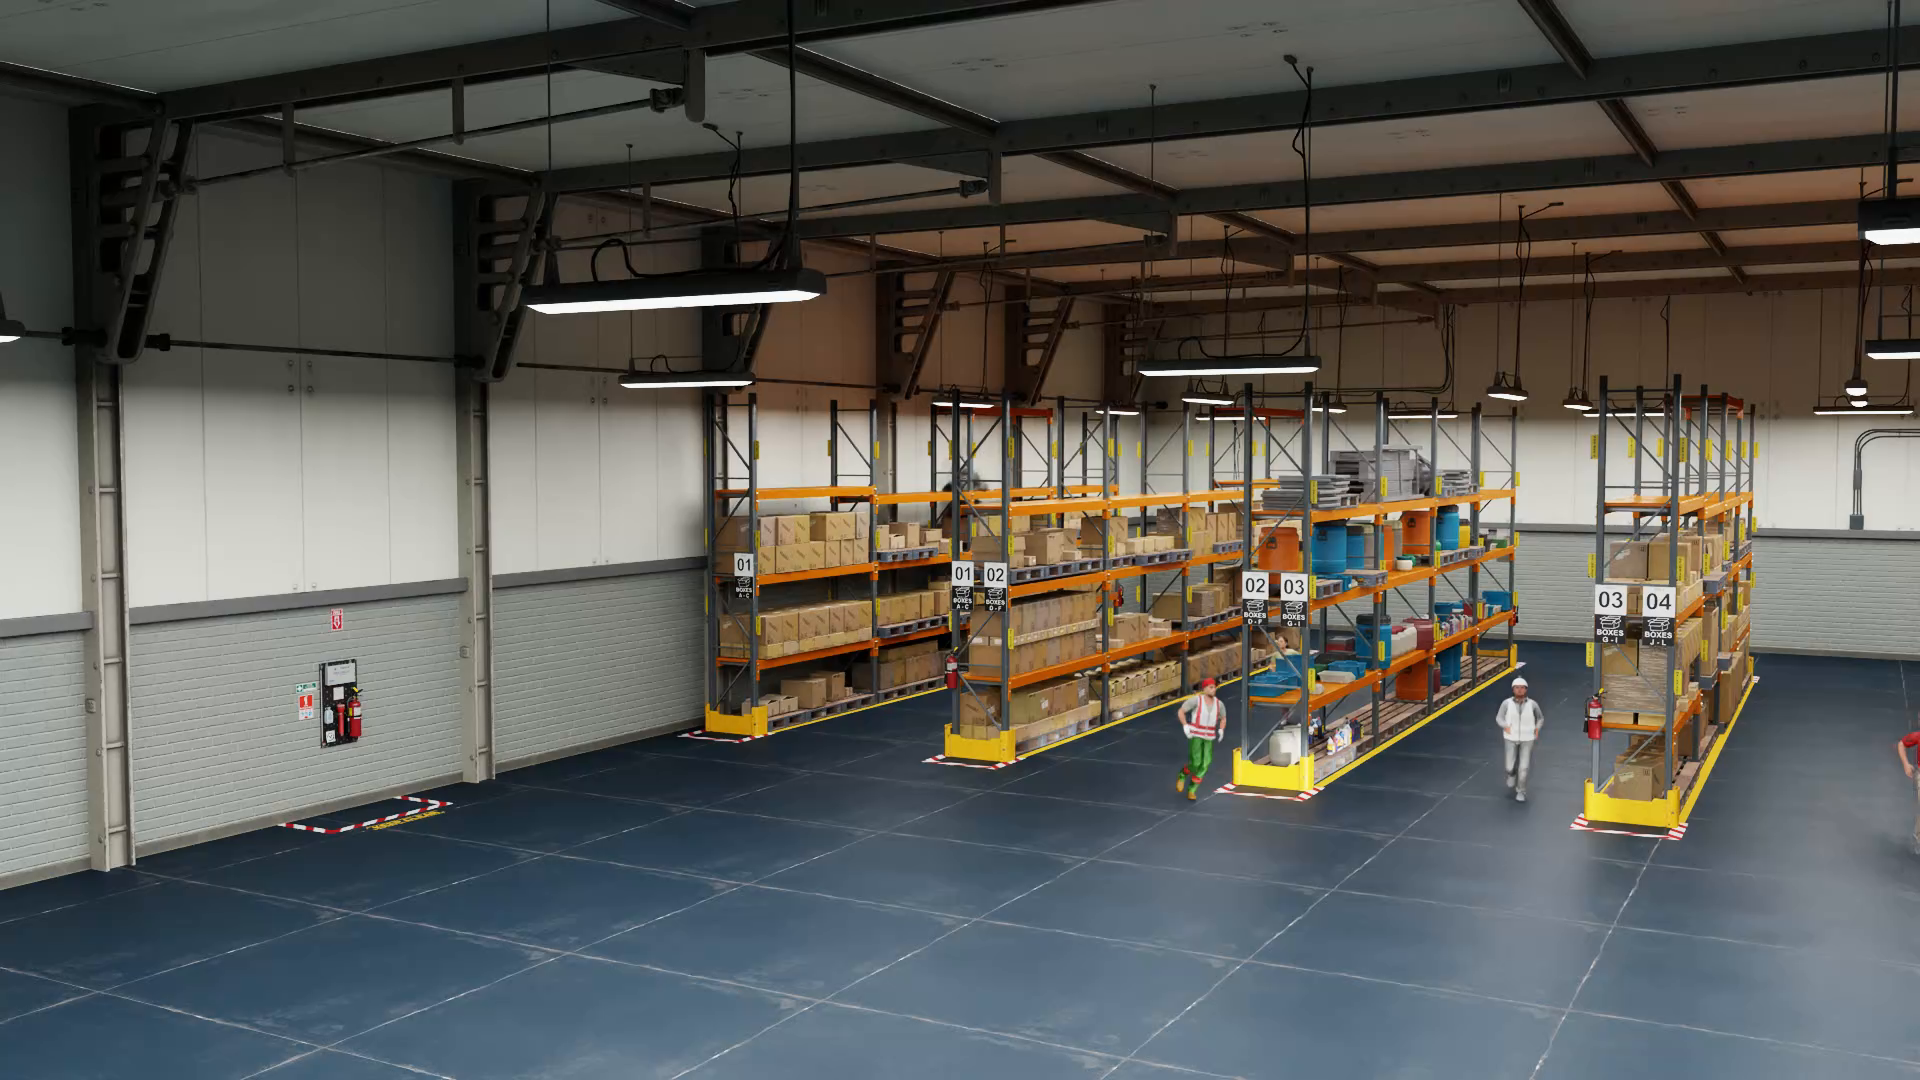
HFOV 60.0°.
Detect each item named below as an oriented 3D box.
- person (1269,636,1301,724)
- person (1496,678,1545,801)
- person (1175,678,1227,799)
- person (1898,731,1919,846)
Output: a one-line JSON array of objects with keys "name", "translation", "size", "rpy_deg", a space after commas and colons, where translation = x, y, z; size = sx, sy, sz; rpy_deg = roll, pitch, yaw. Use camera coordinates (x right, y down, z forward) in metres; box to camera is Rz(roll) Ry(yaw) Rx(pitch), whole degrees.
[{"name": "person", "translation": [5.913, 2.556, 30.268], "size": [0.599, 1.627, 0.667], "rpy_deg": [2, 4, 37]}, {"name": "person", "translation": [8.048, 2.846, 23.895], "size": [0.665, 1.728, 0.719], "rpy_deg": [1, 3, 19]}, {"name": "person", "translation": [3.512, 2.846, 23.942], "size": [0.715, 1.735, 0.579], "rpy_deg": [-1, 3, -17]}, {"name": "person", "translation": [12.124, 3.039, 20.716], "size": [0.674, 1.797, 0.706], "rpy_deg": [0, 3, -2]}]
